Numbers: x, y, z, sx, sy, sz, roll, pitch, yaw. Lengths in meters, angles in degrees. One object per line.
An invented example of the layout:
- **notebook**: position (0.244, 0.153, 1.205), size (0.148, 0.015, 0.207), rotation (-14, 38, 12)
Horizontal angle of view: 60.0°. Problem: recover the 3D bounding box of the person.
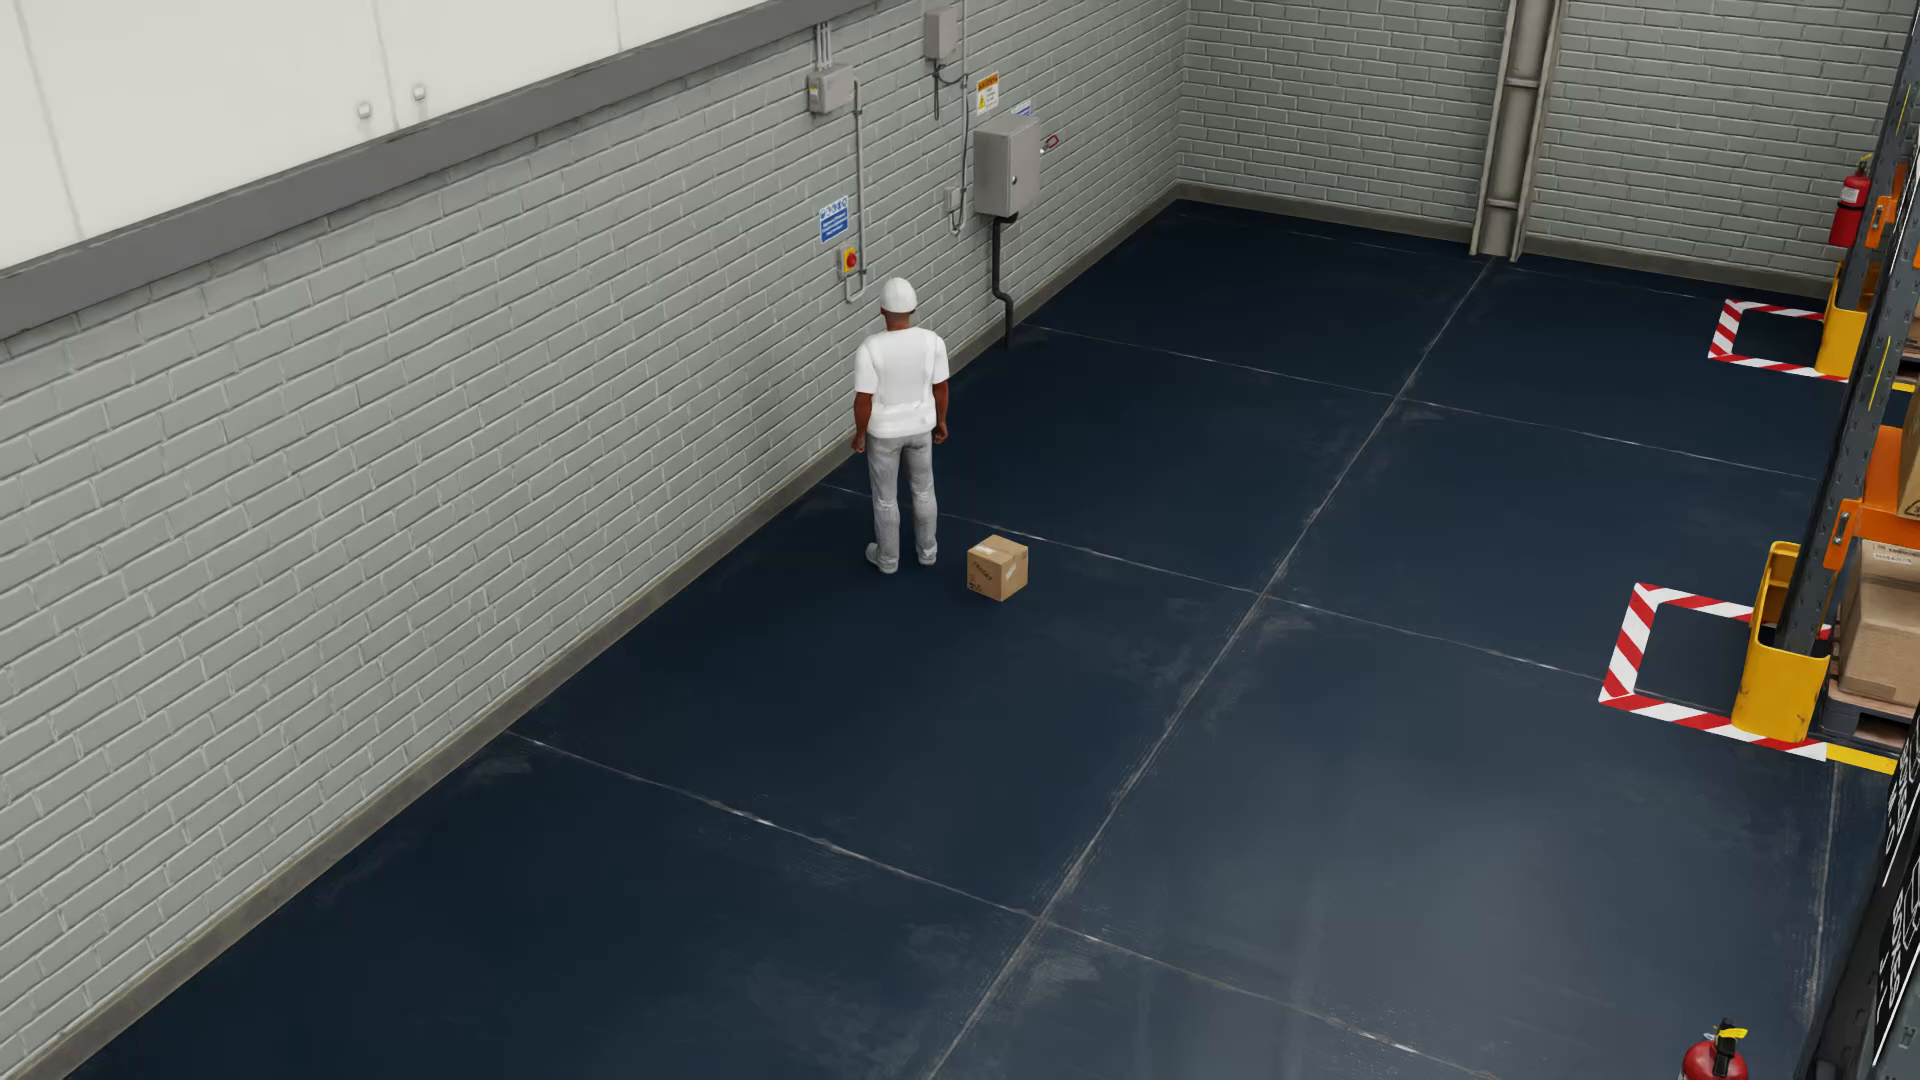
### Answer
- **person**: position (-0.345, -0.644, 9.383), size (0.551, 1.771, 0.369), rotation (-10, 31, -17)
